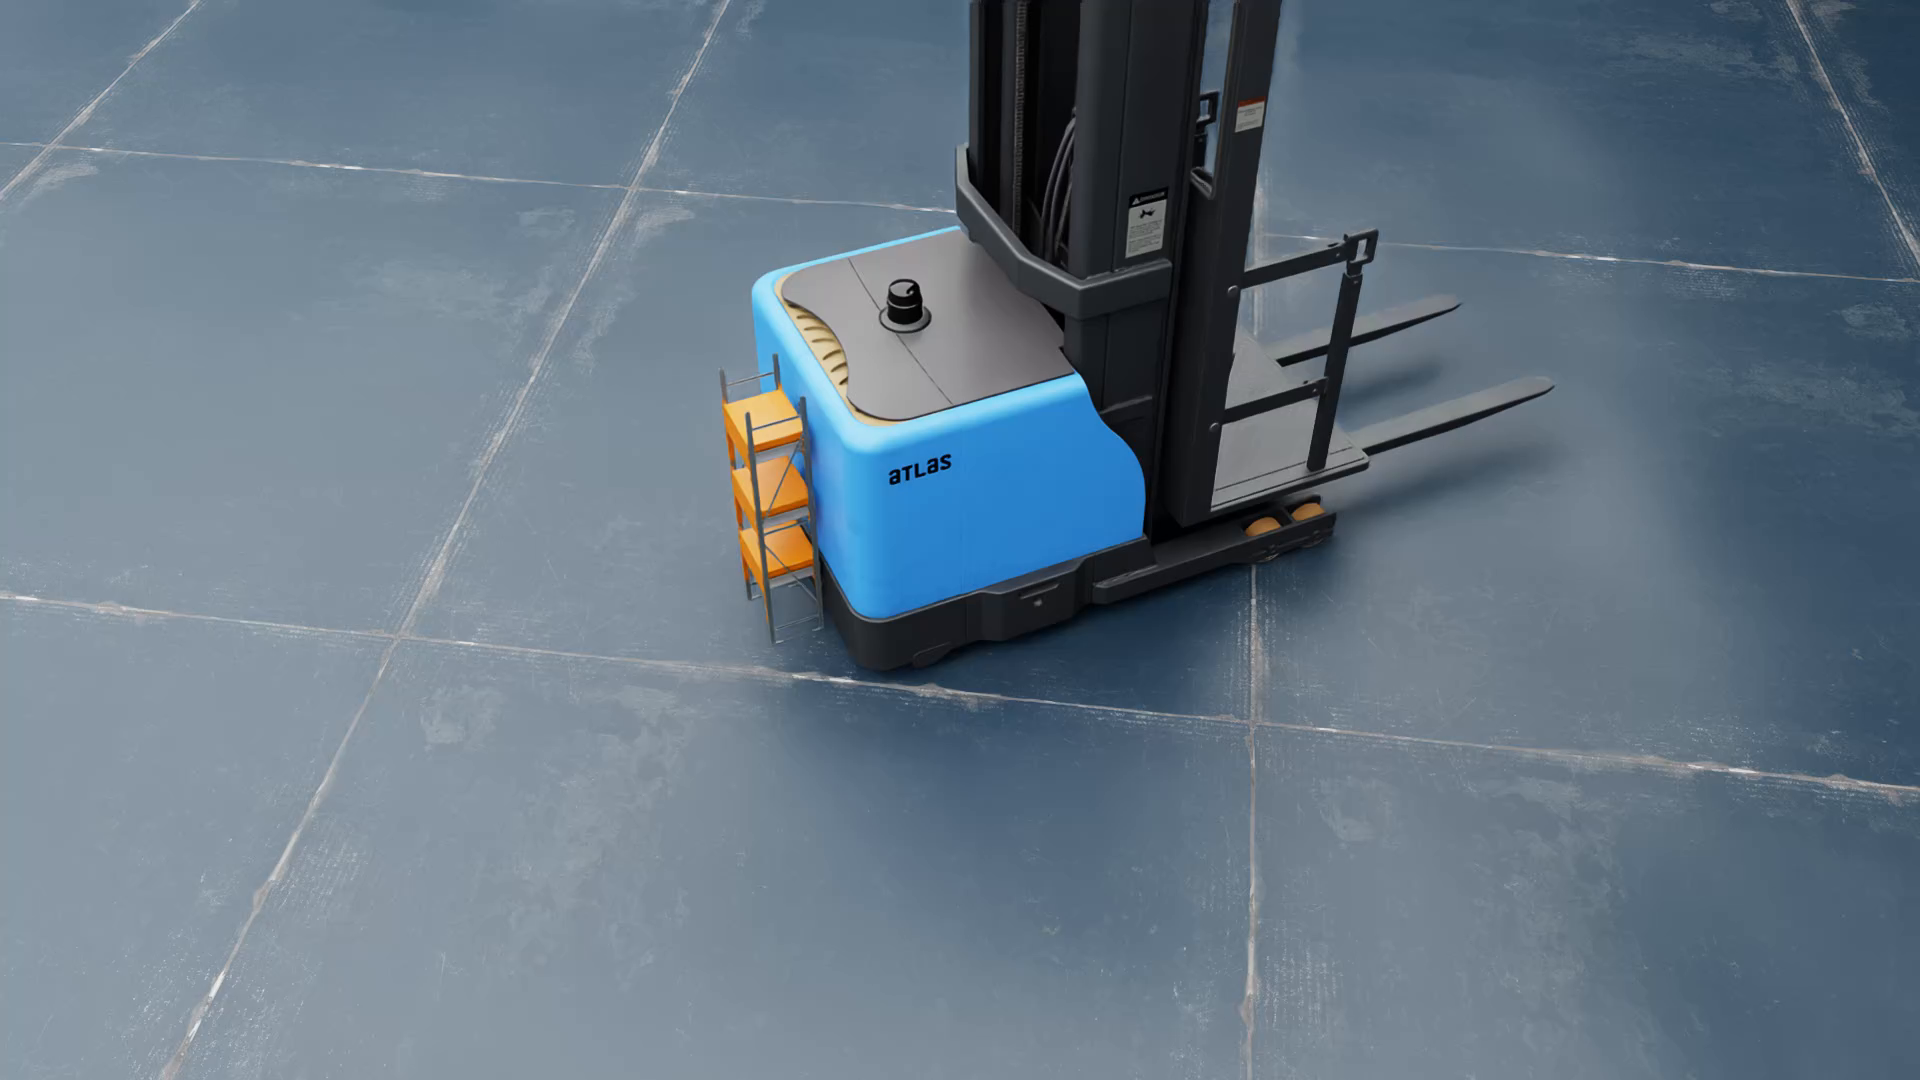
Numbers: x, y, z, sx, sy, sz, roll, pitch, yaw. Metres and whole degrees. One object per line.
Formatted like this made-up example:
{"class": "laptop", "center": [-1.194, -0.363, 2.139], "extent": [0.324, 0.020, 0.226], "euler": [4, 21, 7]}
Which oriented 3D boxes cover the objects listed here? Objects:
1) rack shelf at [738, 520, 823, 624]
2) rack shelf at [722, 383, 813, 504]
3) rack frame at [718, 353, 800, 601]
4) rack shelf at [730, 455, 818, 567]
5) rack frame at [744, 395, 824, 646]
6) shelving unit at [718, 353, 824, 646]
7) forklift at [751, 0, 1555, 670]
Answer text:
{"class": "rack shelf", "center": [-0.626, 0.094, 5.807], "extent": [0.215, 0.259, 0.240], "euler": [-18, 46, -18]}
{"class": "rack shelf", "center": [-0.626, -0.314, 5.421], "extent": [0.215, 0.259, 0.240], "euler": [-18, 46, -18]}
{"class": "rack frame", "center": [-0.678, -0.192, 5.689], "extent": [0.200, 1.050, 0.008], "euler": [-18, 46, -18]}
{"class": "rack shelf", "center": [-0.626, -0.108, 5.616], "extent": [0.215, 0.259, 0.240], "euler": [-18, 46, -18]}
{"class": "rack frame", "center": [-0.575, -0.040, 5.528], "extent": [0.200, 1.050, 0.008], "euler": [-18, 46, -18]}
{"class": "shelving unit", "center": [-0.626, -0.116, 5.609], "extent": [0.215, 1.050, 0.252], "euler": [-18, 46, -18]}
{"class": "forklift", "center": [0.840, -1.298, 5.489], "extent": [3.031, 2.935, 1.130], "euler": [-17, 46, -17]}
